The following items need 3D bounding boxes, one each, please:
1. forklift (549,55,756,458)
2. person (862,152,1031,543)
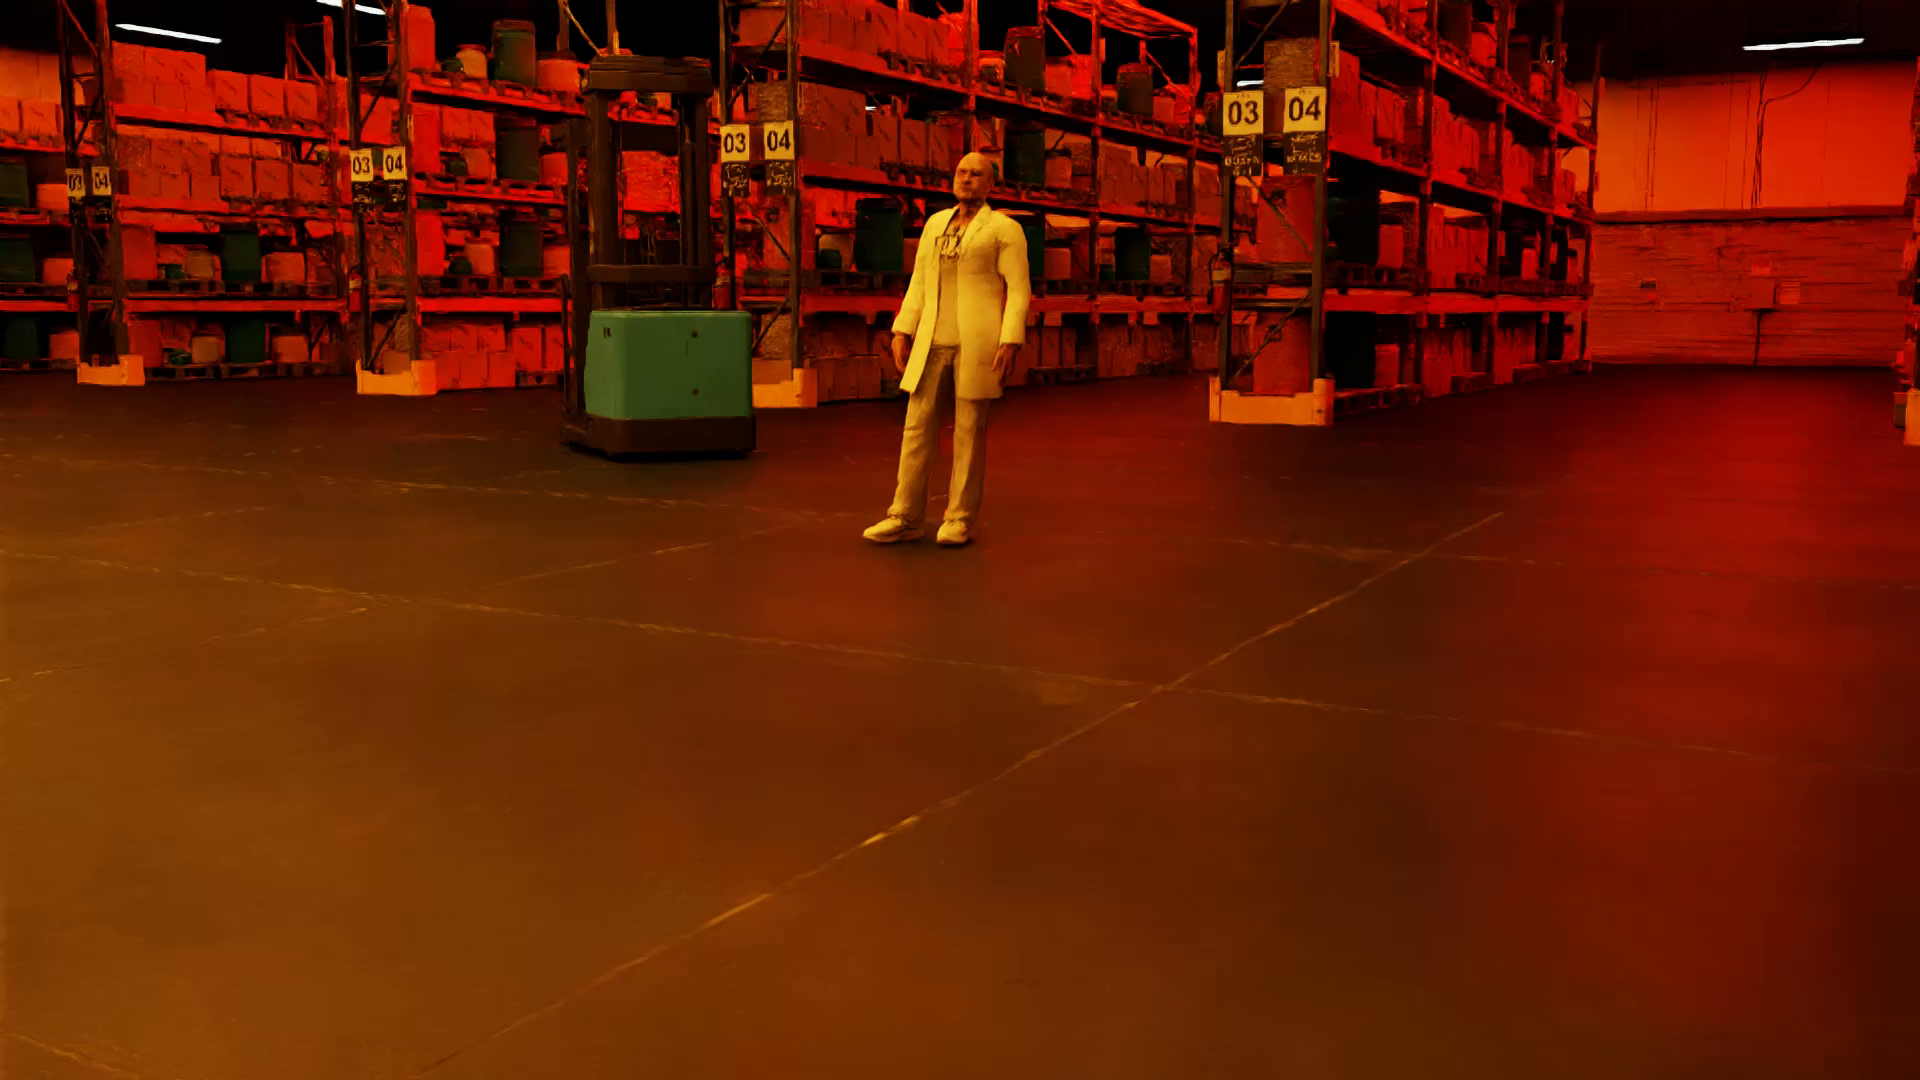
[{"bbox_3d":[-2.571,-2.207,13.084,1.130,2.935,3.031,-4,9,-24],"label":"forklift"},{"bbox_3d":[-0.048,-0.877,7.615,0.694,1.776,0.579,4,9,29],"label":"person"}]
